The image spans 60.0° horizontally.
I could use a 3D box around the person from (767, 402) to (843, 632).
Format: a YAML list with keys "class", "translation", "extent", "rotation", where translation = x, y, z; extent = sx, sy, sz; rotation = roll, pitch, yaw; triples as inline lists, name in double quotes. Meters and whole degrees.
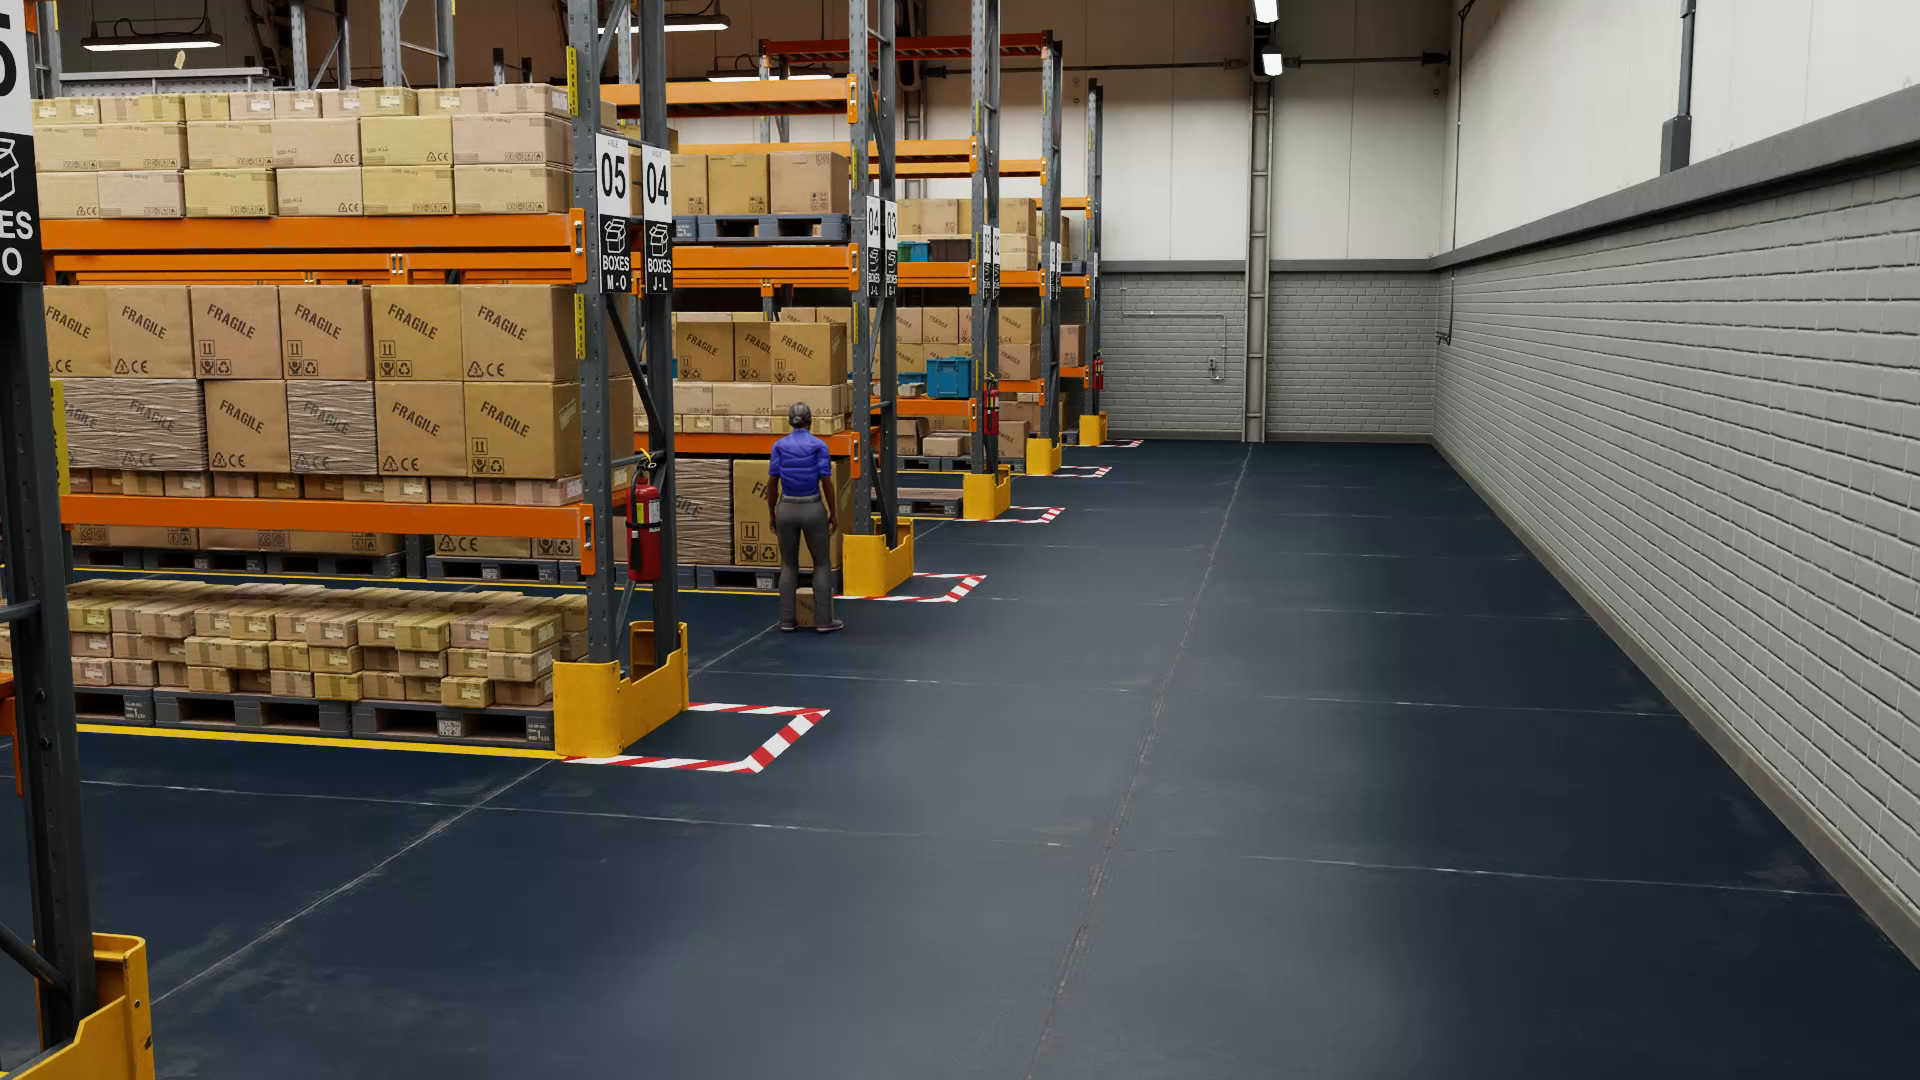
- class: "person"
  translation: [-1.127, -0.164, 11.992]
  extent: [0.523, 1.655, 0.351]
  rotation: [1, 8, 10]
